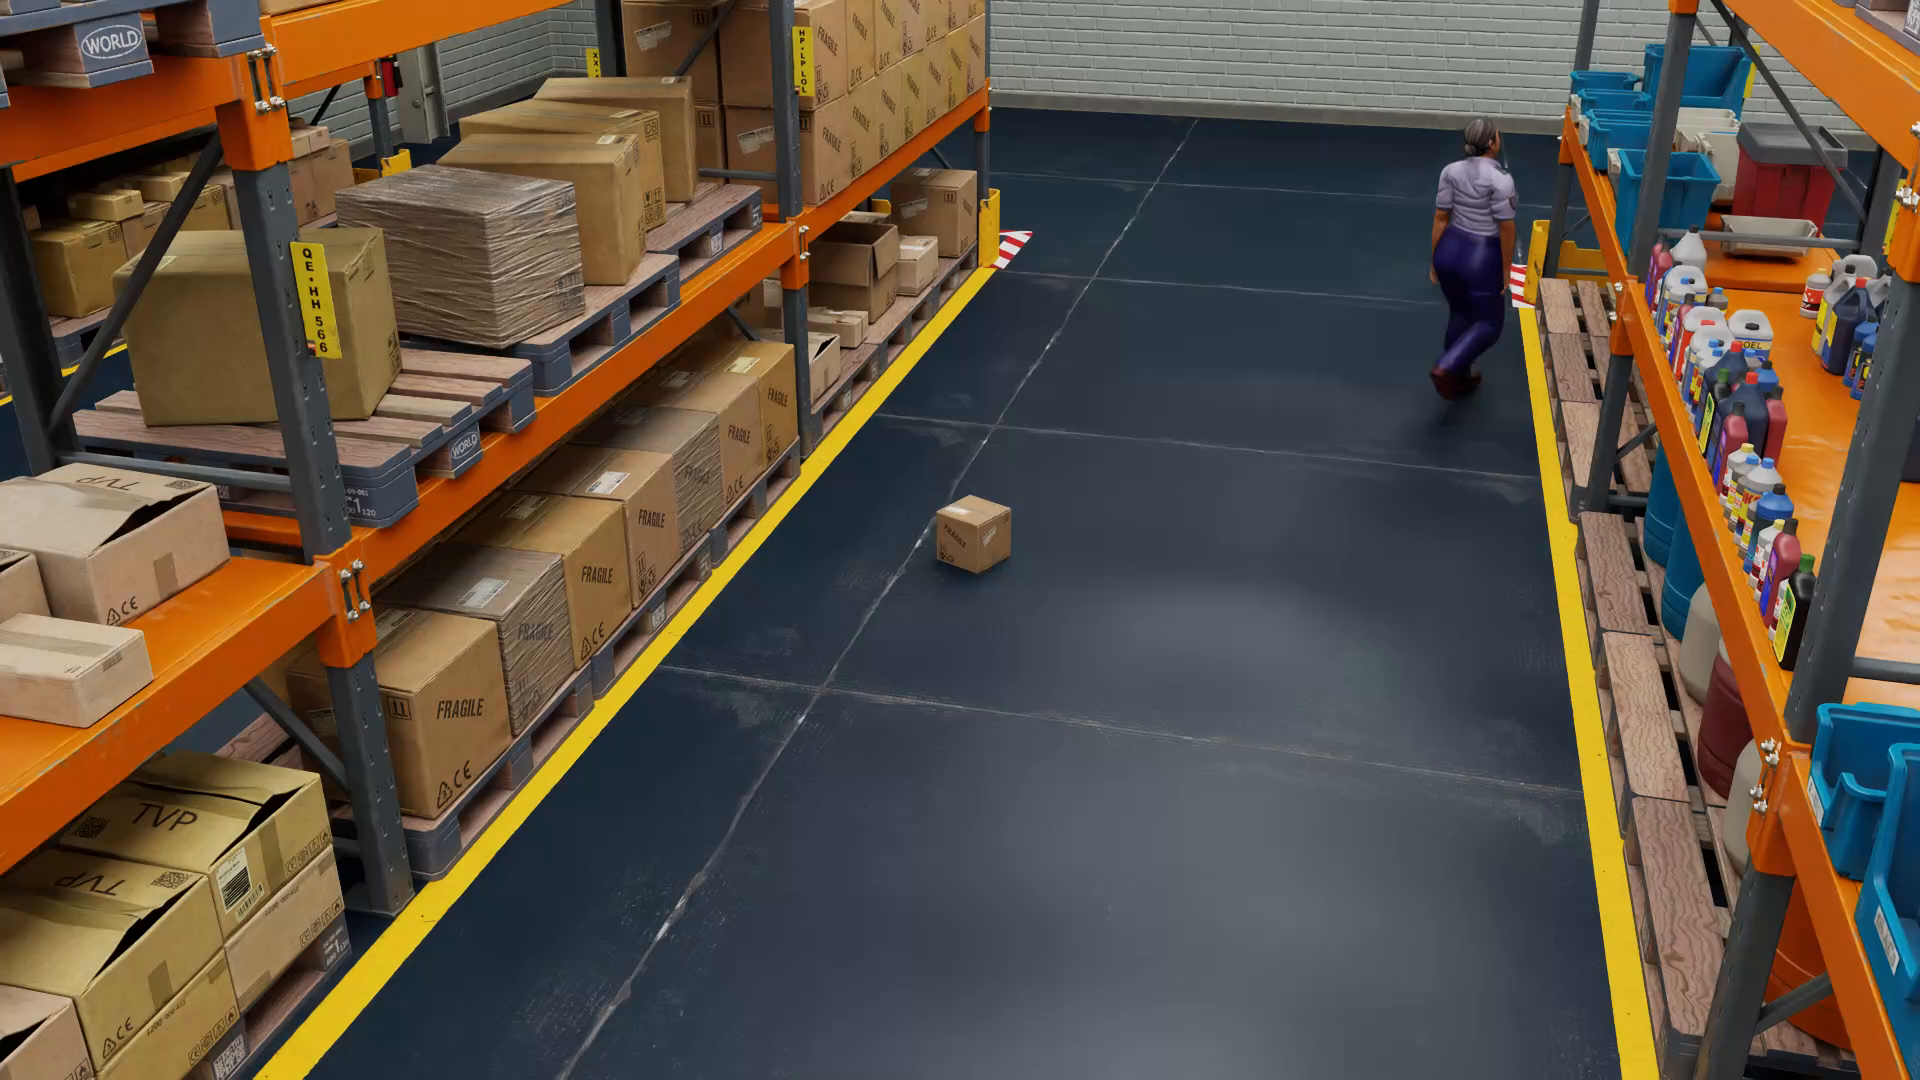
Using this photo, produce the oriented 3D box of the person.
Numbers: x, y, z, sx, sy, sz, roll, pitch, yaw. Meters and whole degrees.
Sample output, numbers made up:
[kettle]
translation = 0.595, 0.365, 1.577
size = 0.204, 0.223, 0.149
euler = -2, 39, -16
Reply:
[person]
translation = 2.875, -1.564, 9.391
size = 0.757, 1.613, 0.486
euler = -20, 32, -36
